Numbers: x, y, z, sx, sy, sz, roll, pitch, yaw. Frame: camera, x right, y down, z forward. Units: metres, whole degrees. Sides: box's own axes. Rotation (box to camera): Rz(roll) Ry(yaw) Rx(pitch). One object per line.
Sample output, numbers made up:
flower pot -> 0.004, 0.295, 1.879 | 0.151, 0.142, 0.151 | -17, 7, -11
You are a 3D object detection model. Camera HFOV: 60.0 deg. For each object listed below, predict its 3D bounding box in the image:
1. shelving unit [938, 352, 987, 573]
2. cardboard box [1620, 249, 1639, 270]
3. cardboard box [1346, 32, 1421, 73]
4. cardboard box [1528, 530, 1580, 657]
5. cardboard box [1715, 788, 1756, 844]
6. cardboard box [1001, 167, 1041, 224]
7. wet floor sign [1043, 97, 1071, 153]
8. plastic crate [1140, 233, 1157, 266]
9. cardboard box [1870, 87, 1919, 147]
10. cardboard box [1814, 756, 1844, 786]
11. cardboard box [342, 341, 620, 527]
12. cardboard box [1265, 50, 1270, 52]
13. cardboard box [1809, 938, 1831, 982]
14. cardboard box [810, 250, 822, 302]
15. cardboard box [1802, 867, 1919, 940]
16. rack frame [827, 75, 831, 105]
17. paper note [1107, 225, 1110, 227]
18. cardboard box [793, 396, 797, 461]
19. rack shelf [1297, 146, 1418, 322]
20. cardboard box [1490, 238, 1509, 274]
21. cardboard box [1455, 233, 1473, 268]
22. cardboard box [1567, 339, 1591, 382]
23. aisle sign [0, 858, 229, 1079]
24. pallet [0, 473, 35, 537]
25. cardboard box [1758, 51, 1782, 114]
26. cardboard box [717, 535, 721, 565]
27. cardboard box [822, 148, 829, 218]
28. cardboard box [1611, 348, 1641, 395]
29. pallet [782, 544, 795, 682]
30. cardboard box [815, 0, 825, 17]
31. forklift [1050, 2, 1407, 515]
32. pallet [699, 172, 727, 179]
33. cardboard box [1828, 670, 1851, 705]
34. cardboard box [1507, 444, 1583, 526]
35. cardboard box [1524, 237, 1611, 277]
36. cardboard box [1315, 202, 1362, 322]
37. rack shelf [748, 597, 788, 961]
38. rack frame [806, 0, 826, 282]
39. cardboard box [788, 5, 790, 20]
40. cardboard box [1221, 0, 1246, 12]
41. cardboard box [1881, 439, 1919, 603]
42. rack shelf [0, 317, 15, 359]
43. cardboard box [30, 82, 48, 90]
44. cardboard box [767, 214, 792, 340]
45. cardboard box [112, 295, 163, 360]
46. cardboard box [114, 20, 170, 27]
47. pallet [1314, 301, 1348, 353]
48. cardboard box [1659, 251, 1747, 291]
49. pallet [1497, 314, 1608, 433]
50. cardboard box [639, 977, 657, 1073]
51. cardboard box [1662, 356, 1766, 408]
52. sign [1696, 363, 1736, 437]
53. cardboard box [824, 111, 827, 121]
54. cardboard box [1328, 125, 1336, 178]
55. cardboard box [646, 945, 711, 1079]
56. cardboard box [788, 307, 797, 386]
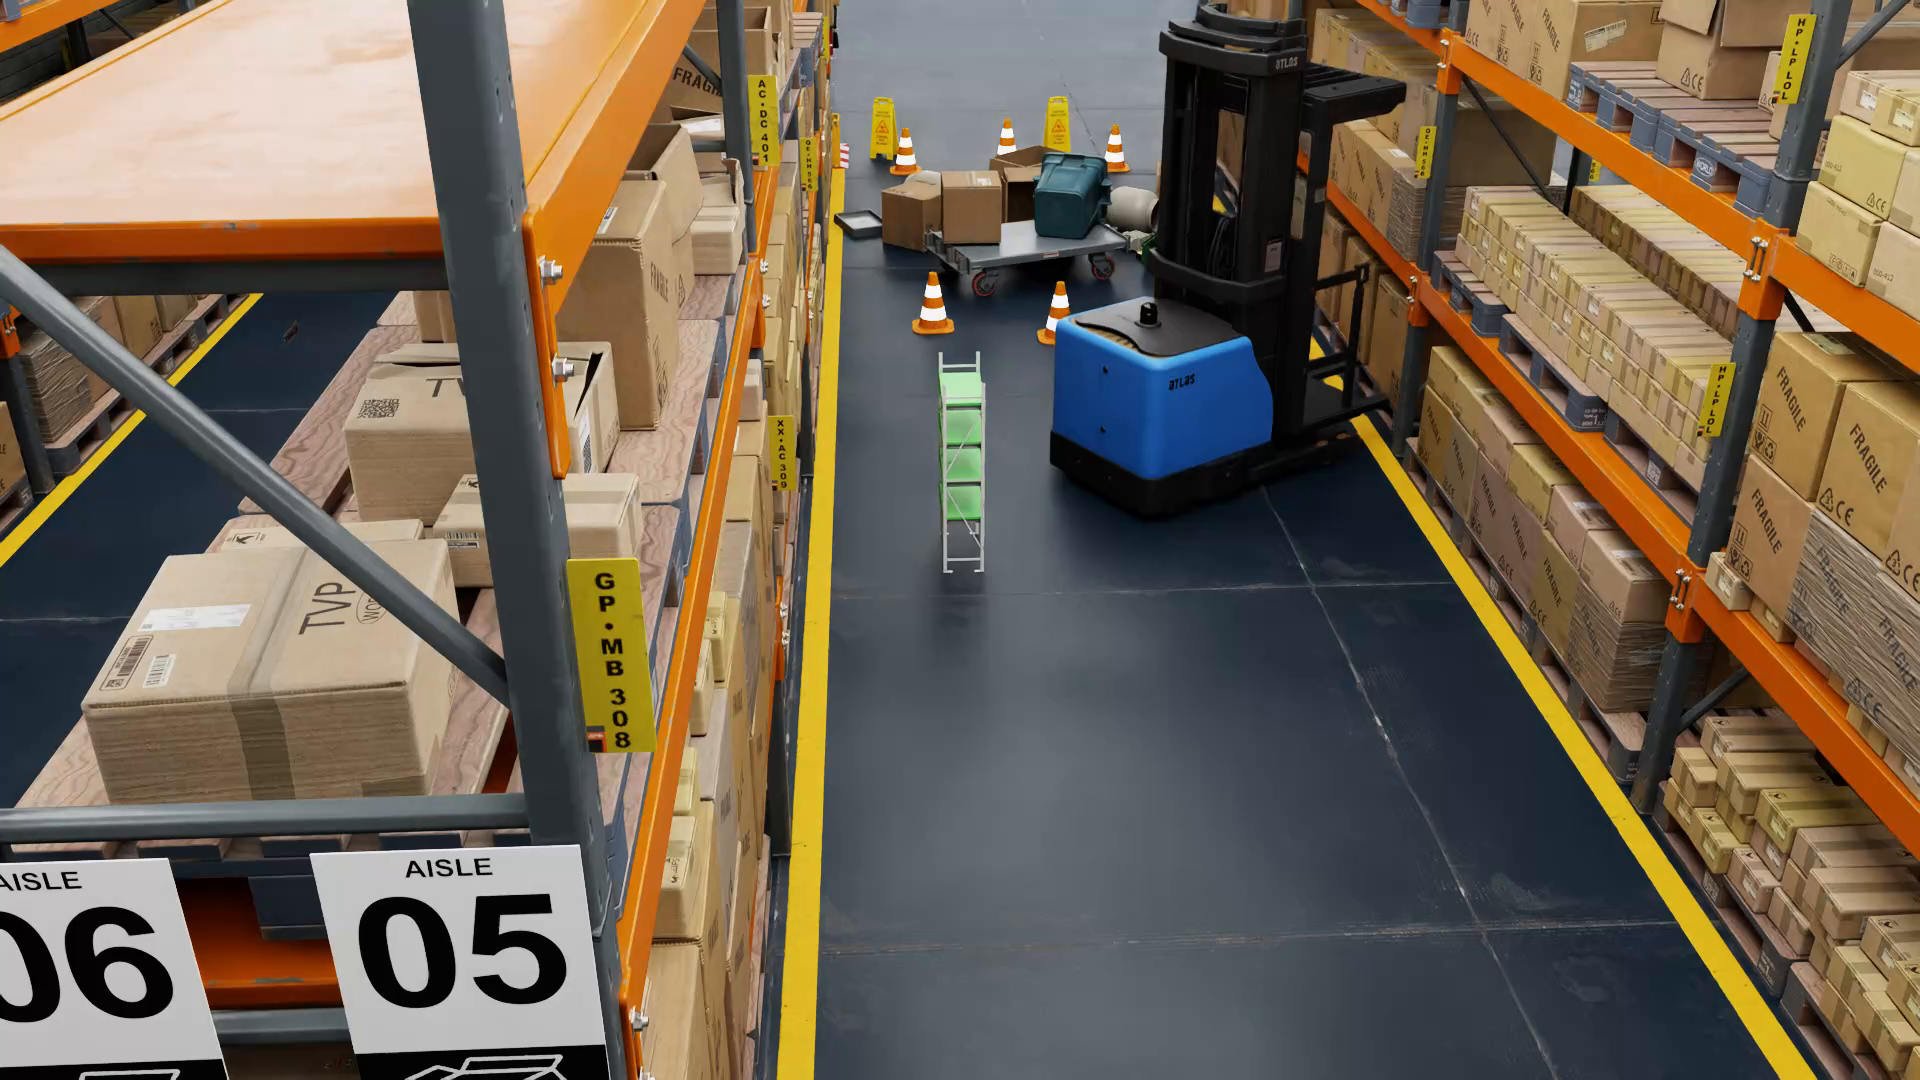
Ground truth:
shelving unit -> 0.009, -0.456, 9.826 | 0.258, 1.200, 0.503 | -1, 28, -3
cardboard box -> 3.989, -1.555, 9.484 | 0.380, 0.149, 0.250 | -1, 28, -3
cardboard box -> 3.342, -3.561, 12.644 | 0.700, 0.500, 0.500 | -1, 28, -2
cardboard box -> 3.356, 0.271, 8.736 | 0.500, 0.500, 0.500 | -2, 28, -4
cardboard box -> 3.475, 1.157, 7.095 | 0.380, 0.149, 0.250 | -1, 28, -2
cardboard box -> 0.786, -3.226, 15.744 | 0.797, 0.637, 0.503 | -1, 28, -3
wet floor sign -> 1.068, -4.542, 18.261 | 0.267, 0.644, 0.232 | -6, 28, -11
plastic crate -> 1.938, -2.601, 14.971 | 0.450, 0.188, 0.662 | 22, 34, 18
cardboard box -> 3.427, -1.474, 5.779 | 0.380, 0.149, 0.250 | -3, 28, -5
cardboard box -> 4.007, 1.005, 7.387 | 0.380, 0.149, 0.250 | -1, 28, -2
cardboard box -> -1.084, -0.279, 3.831 | 0.500, 0.311, 0.500 | -1, 28, -2
cardboard box -> 3.173, -4.263, 15.018 | 0.875, 0.550, 0.550 | -1, 28, -3
cardboard box -> 3.562, 1.651, 6.470 | 0.380, 0.149, 0.250 | -3, 28, -5
cardboard box -> -1.612, -2.054, 13.332 | 0.950, 0.372, 0.625 | 0, 28, 1
cardboard box -> 3.470, 1.383, 6.340 | 0.380, 0.149, 0.250 | -1, 28, -2
rack frame -> -1.891, -5.454, 17.464 | 1.000, 3.000, 0.127 | -1, 28, -3
paper note -> 1.357, -3.036, 16.047 | 0.172, 0.023, 0.155 | 8, 29, 15
cardboard box -> -1.064, -0.532, 8.188 | 0.500, 0.250, 0.500 | -2, 28, -3
rack shelf -> 3.360, -2.531, 12.636 | 1.077, 0.370, 4.000 | -1, 28, -3
cardboard box -> 3.322, -1.656, 9.678 | 0.380, 0.149, 0.250 | -2, 28, -4
cardboard box -> 3.286, -1.789, 10.255 | 0.380, 0.149, 0.250 | -2, 28, -3
cardboard box -> 3.383, -0.934, 8.614 | 0.380, 0.149, 0.250 | 0, 28, 0
aisle sign -> -1.362, 0.823, 2.618 | 0.394, 0.787, 0.004 | -1, 28, -3
pallet -> -6.429, -0.056, 10.129 | 1.003, 0.211, 1.213 | -1, 28, -3
cardboard box -> 3.837, -1.967, 7.176 | 0.500, 0.311, 0.500 | -2, 28, -3
cardboard box -> -0.927, 0.039, 5.042 | 0.380, 0.149, 0.250 | -2, 28, -4
cardboard box -> -1.444, -3.186, 14.822 | 0.500, 0.500, 0.500 | 0, 28, 0
cardboard box -> 3.411, -0.827, 8.088 | 0.380, 0.149, 0.250 | -2, 28, -4
pallet -> -1.447, 0.405, 9.246 | 1.003, 0.211, 1.213 | -1, 28, -3
cardboard box -> -1.489, -4.435, 13.999 | 0.700, 0.500, 0.500 | -2, 28, -3
forklift -> 2.090, -1.984, 10.884 | 3.031, 2.935, 1.130 | -19, 33, -31
pallet -> -1.362, -1.580, 6.999 | 0.805, 0.209, 1.217 | -2, 28, -5
cardboard box -> 3.524, 0.536, 6.250 | 0.380, 0.149, 0.250 | -3, 28, -5
cardboard box -> 3.326, -0.308, 9.036 | 0.500, 0.250, 0.500 | -3, 28, -5
cardboard box -> 3.349, -1.562, 9.175 | 0.380, 0.149, 0.250 | 0, 28, 0
cardboard box -> 3.424, -2.232, 13.264 | 1.050, 0.750, 0.750 | -1, 28, -3
rack shelf -> -1.160, 1.330, 5.234 | 1.077, 0.370, 4.000 | -1, 28, -3
rack frame -> -1.683, -3.607, 13.922 | 1.000, 3.000, 0.127 | -1, 28, -3
cardboard box -> -1.052, -2.589, 8.418 | 0.396, 0.266, 0.258 | -2, 28, -4
cardboard box -> 3.042, -5.480, 16.183 | 0.875, 0.550, 0.550 | -1, 28, -3
cardboard box -> 3.491, -0.012, 5.518 | 0.500, 0.500, 0.500 | -1, 28, -2
rack shelf -> -6.326, -0.396, 8.543 | 1.077, 0.370, 4.000 | -1, 28, -3
cardboard box -> -6.861, -3.409, 12.734 | 0.380, 0.149, 0.250 | -1, 28, -3
cardboard box -> -1.112, -1.315, 8.338 | 0.500, 0.500, 0.500 | -2, 28, -3
cardboard box -> -6.527, -1.672, 12.327 | 0.875, 0.625, 0.625 | -2, 28, -5
cardboard box -> -6.957, -4.328, 14.174 | 0.380, 0.149, 0.250 | -2, 28, -3
pallet -> 3.438, -1.618, 13.123 | 1.003, 0.211, 1.213 | -1, 28, -3
cardboard box -> 4.013, -1.452, 8.965 | 0.380, 0.149, 0.250 | 0, 28, 0
pallet -> 3.609, -0.928, 8.993 | 1.003, 0.211, 1.213 | -1, 28, -3
cardboard box -> -0.798, 0.989, 3.220 | 0.380, 0.149, 0.250 | -1, 28, -2
cardboard box -> 3.442, -0.722, 7.565 | 0.380, 0.149, 0.250 | -2, 28, -4
sign -> 3.119, -0.577, 6.861 | 0.100, 0.325, 0.005 | -1, 28, -3
cardboard box -> -1.436, -3.894, 15.479 | 0.380, 0.149, 0.250 | 0, 28, 0
cardboard box -> 3.065, -3.104, 12.850 | 0.500, 0.500, 0.500 | -2, 28, -3
cardboard box -> -0.797, 1.218, 3.481 | 0.500, 0.500, 0.500 | -2, 28, -4
cardboard box -> -1.090, -0.985, 8.517 | 0.500, 0.250, 0.500 | -2, 28, -4
